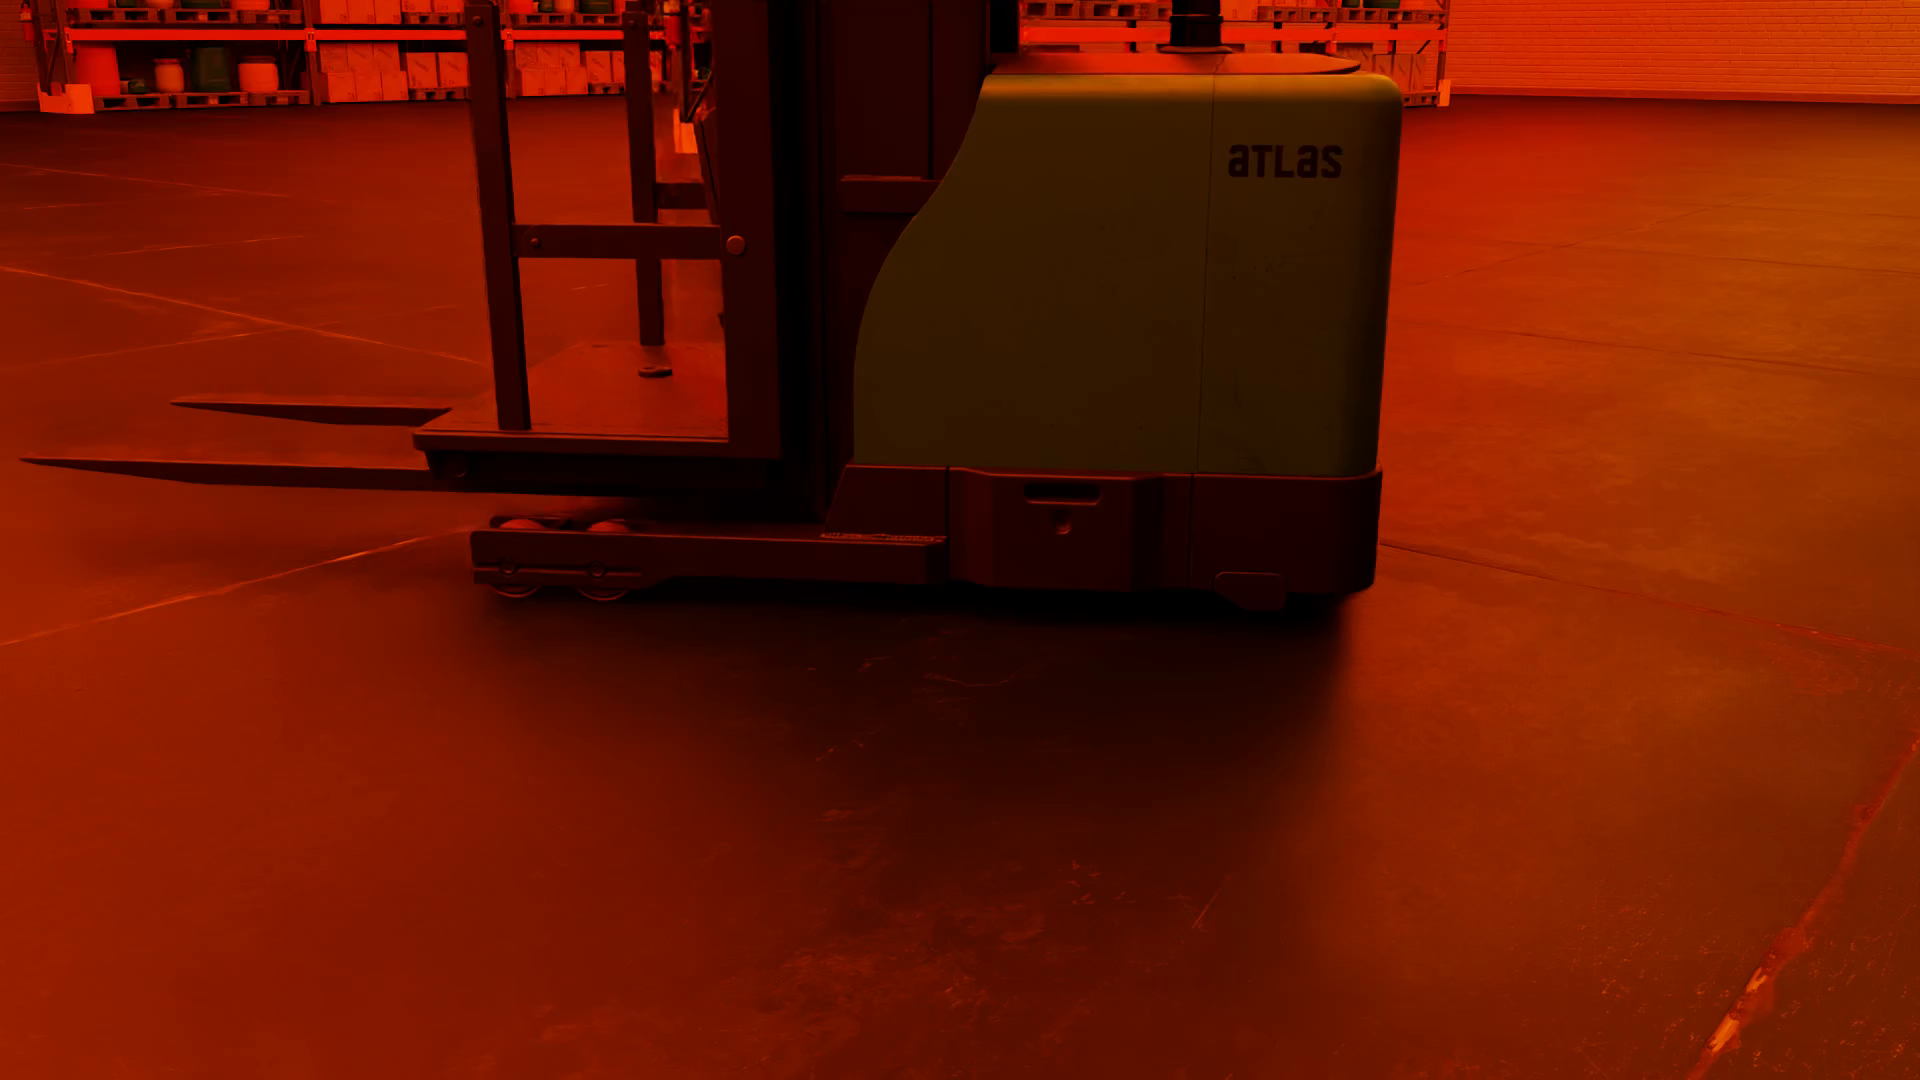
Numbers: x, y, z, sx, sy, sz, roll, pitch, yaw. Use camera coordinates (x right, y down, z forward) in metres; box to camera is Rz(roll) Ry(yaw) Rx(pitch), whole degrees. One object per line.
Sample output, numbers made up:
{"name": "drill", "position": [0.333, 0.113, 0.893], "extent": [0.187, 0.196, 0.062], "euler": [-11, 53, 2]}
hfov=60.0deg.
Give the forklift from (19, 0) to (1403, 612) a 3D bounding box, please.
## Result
{"name": "forklift", "position": [-0.607, -1.422, 3.581], "extent": [3.031, 2.935, 1.130], "euler": [2, 17, 6]}
